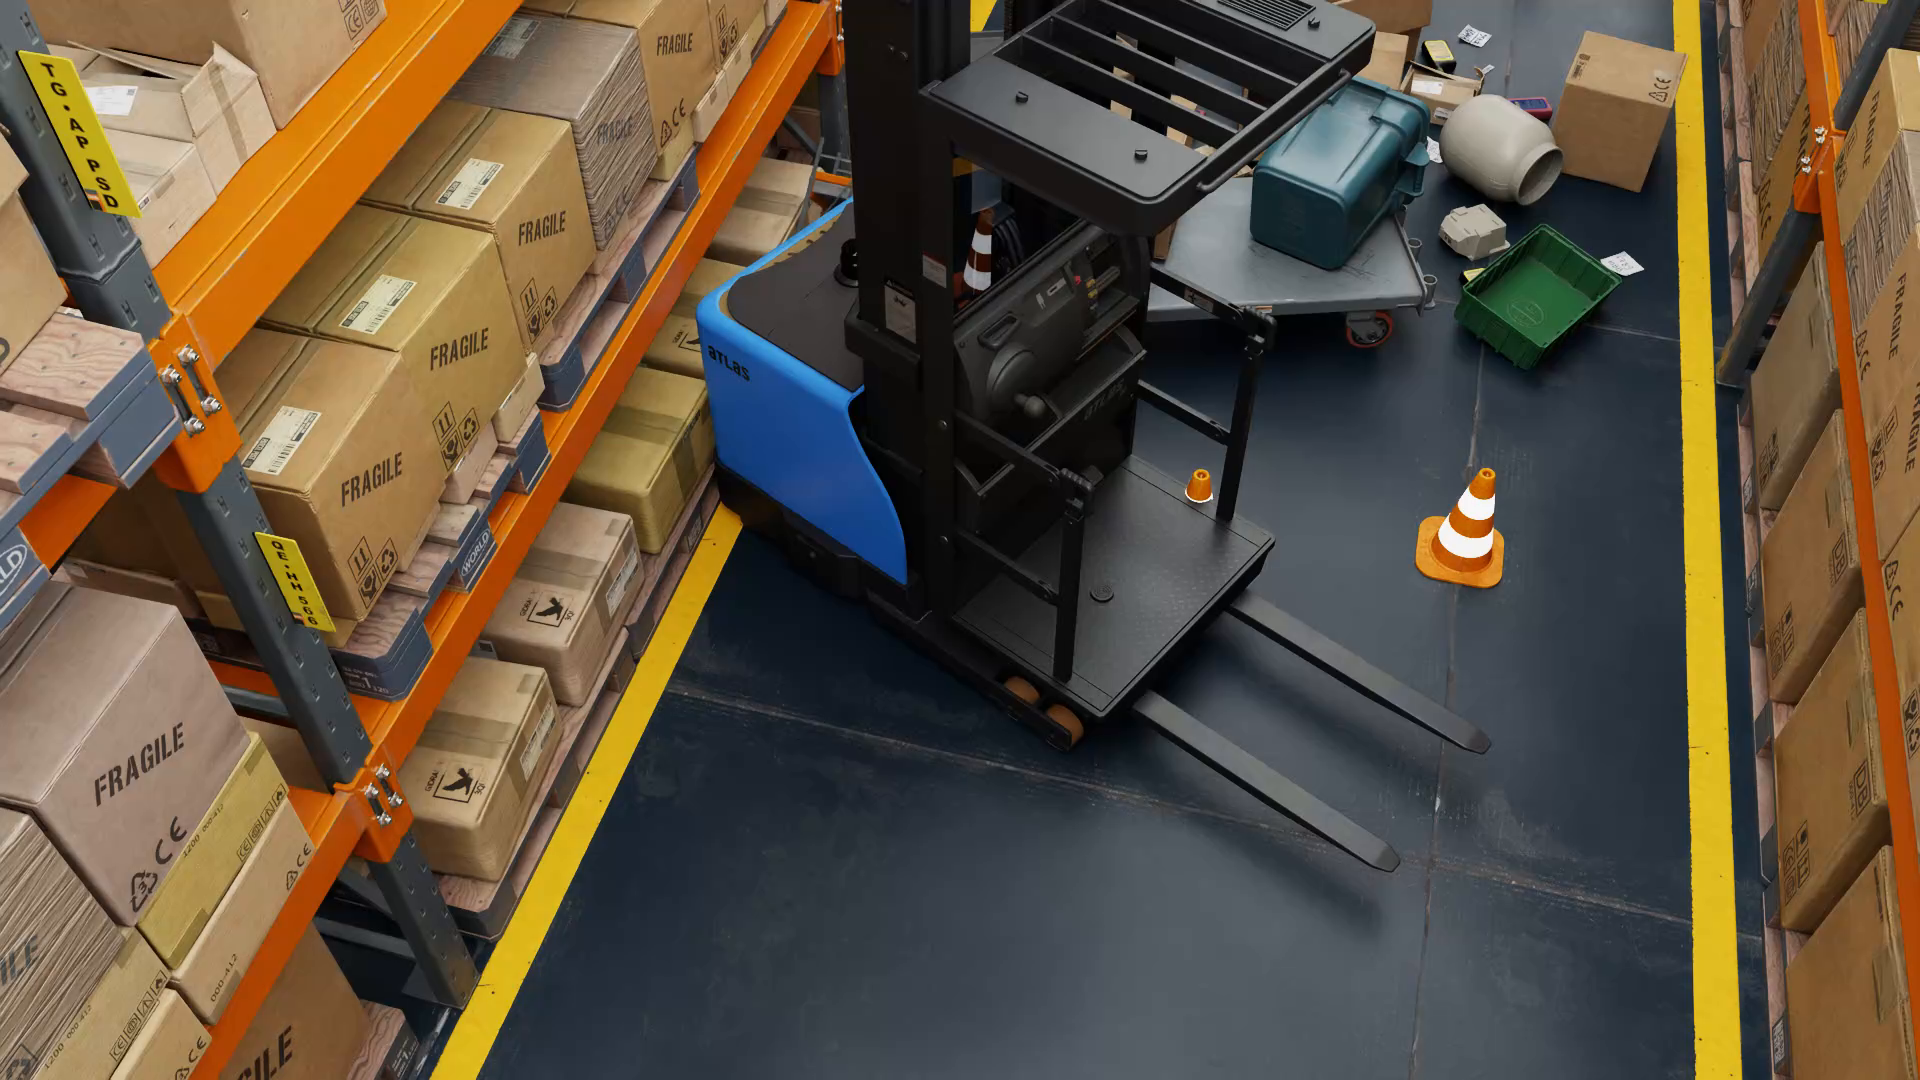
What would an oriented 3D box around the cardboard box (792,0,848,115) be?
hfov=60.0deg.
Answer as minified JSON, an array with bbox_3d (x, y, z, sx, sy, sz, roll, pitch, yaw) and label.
[{"bbox_3d":[-0.587,-2.368,7.812,0.500,0.500,0.500,14,50,12],"label":"cardboard box"}]

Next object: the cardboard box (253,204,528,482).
[{"bbox_3d":[-1.584,-0.552,4.611,0.500,0.500,0.500,14,50,12],"label":"cardboard box"}]

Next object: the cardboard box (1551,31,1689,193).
[{"bbox_3d":[3.218,-2.112,8.198,0.500,0.500,0.500,19,51,16],"label":"cardboard box"}]

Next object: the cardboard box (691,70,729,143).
[{"bbox_3d":[-1.055,-1.581,5.951,0.380,0.149,0.250,12,50,10],"label":"cardboard box"}]

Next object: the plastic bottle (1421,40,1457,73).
[{"bbox_3d":[2.573,-2.575,8.901,0.133,0.061,0.283,-4,49,-3],"label":"plastic bottle"}]

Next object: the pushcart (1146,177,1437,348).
[{"bbox_3d":[1.210,-1.236,7.508,1.648,0.377,0.936,-4,49,-3],"label":"pushcart"}]

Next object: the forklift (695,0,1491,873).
[{"bbox_3d":[0.473,-0.666,5.302,3.031,2.935,1.130,33,56,25],"label":"forklift"}]

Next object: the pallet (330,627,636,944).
[{"bbox_3d":[-1.849,0.734,5.880,1.003,0.211,1.213,12,50,10],"label":"pallet"}]

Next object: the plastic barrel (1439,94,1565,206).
[{"bbox_3d":[2.618,-1.884,8.049,0.421,0.421,0.512,-27,54,-22],"label":"plastic barrel"}]

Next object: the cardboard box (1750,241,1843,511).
[{"bbox_3d":[3.722,-0.541,6.366,1.050,0.750,0.750,11,50,10],"label":"cardboard box"}]

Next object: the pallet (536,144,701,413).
[{"bbox_3d":[-1.574,-1.000,5.679,1.003,0.211,1.213,12,50,10],"label":"pallet"}]

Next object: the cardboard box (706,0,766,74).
[{"bbox_3d":[-1.033,-2.049,5.932,0.500,0.500,0.500,12,50,10],"label":"cardboard box"}]

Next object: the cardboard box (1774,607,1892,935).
[{"bbox_3d":[3.220,0.830,5.156,1.050,0.750,0.750,12,50,11],"label":"cardboard box"}]

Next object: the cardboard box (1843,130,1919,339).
[{"bbox_3d":[3.269,-0.954,5.443,0.500,0.500,0.500,12,50,10],"label":"cardboard box"}]

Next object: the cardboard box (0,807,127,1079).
[{"bbox_3d":[-2.067,0.811,3.219,0.500,0.500,0.500,12,50,11],"label":"cardboard box"}]

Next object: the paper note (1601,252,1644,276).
[{"bbox_3d":[3.102,-1.296,7.792,0.147,0.020,0.142,-19,51,-16],"label":"paper note"}]

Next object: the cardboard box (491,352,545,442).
[{"bbox_3d":[-1.475,-0.460,4.961,0.380,0.149,0.250,12,50,10],"label":"cardboard box"}]

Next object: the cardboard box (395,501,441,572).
[{"bbox_3d":[-1.684,-0.076,4.623,0.380,0.149,0.250,9,49,8],"label":"cardboard box"}]

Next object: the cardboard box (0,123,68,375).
[{"bbox_3d":[-2.010,-0.487,2.748,0.797,0.503,0.637,9,49,8],"label":"cardboard box"}]

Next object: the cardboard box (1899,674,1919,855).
[{"bbox_3d":[2.738,0.508,4.154,0.500,0.500,0.500,12,50,10],"label":"cardboard box"}]

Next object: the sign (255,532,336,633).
[{"bbox_3d":[-1.520,0.100,3.808,0.100,0.325,0.005,12,50,10],"label":"sign"}]

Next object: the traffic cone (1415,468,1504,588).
[{"bbox_3d":[1.989,-0.102,6.450,0.336,0.463,0.334,12,50,10],"label":"traffic cone"}]

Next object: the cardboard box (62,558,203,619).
[{"bbox_3d":[-2.197,0.037,4.523,0.380,0.149,0.250,13,50,11],"label":"cardboard box"}]

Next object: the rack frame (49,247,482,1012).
[{"bbox_3d":[-2.056,0.376,4.336,1.000,3.000,0.127,12,50,10],"label":"rack frame"}]

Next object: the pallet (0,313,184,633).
[{"bbox_3d":[-2.174,-0.078,2.862,1.213,0.211,1.003,14,50,12],"label":"pallet"}]

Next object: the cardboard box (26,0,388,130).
[{"bbox_3d":[-1.797,-1.333,3.777,0.700,0.500,0.500,12,50,10],"label":"cardboard box"}]

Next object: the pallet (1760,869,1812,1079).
[{"bbox_3d":[3.026,1.647,5.074,1.003,0.211,1.213,12,50,10],"label":"pallet"}]

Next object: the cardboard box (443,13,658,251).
[{"bbox_3d":[-1.311,-1.298,5.269,0.500,0.500,0.500,10,49,9],"label":"cardboard box"}]

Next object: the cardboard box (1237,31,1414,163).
[{"bbox_3d":[1.792,-2.181,8.168,0.797,0.637,0.503,12,50,10],"label":"cardboard box"}]

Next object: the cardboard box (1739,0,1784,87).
[{"bbox_3d":[4.507,-2.802,8.278,0.875,0.875,0.875,11,49,9],"label":"cardboard box"}]

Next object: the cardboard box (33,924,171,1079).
[{"bbox_3d":[-2.070,1.032,3.524,0.500,0.250,0.500,10,49,9],"label":"cardboard box"}]

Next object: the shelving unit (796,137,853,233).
[{"bbox_3d":[-0.593,-1.146,7.053,0.215,0.252,1.050,15,91,13],"label":"shelving unit"}]

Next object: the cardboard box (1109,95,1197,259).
[{"bbox_3d":[0.722,-1.611,7.252,0.500,0.500,0.500,12,50,10],"label":"cardboard box"}]

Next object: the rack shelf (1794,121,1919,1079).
[{"bbox_3d":[3.273,0.071,5.085,1.077,0.370,4.000,12,50,10],"label":"rack shelf"}]

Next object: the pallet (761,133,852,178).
[{"bbox_3d":[-0.860,-2.087,8.370,1.003,0.211,1.213,12,50,10],"label":"pallet"}]

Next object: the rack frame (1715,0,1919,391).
[{"bbox_3d":[3.799,-1.613,6.092,1.000,3.000,0.127,12,50,10],"label":"rack frame"}]

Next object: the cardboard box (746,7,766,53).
[{"bbox_3d":[-0.959,-1.959,6.285,0.380,0.149,0.250,10,49,9],"label":"cardboard box"}]

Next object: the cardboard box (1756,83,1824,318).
[{"bbox_3d":[4.032,-1.490,7.121,0.875,0.875,0.875,12,50,11],"label":"cardboard box"}]

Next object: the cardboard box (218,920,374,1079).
[{"bbox_3d":[-2.318,1.423,4.549,0.875,0.875,0.875,11,50,10],"label":"cardboard box"}]

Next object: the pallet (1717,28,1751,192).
[{"bbox_3d":[4.394,-2.110,8.391,1.003,0.211,1.213,12,50,10],"label":"pallet"}]

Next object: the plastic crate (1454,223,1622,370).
[{"bbox_3d":[2.581,-1.086,7.464,0.662,0.188,0.450,-37,68,-28],"label":"plastic crate"}]

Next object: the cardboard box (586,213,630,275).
[{"bbox_3d":[-1.319,-1.038,5.471,0.380,0.149,0.250,13,50,11],"label":"cardboard box"}]

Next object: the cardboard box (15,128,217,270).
[{"bbox_3d":[-1.809,-0.728,3.477,0.380,0.149,0.250,12,50,10],"label":"cardboard box"}]

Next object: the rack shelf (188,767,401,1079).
[{"bbox_3d":[-2.582,2.061,3.329,1.077,0.370,4.000,12,50,10],"label":"rack shelf"}]

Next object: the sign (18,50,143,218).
[{"bbox_3d":[-1.523,-0.698,2.886,0.100,0.325,0.005,12,50,10],"label":"sign"}]

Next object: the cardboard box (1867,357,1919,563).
[{"bbox_3d":[3.001,-0.226,4.801,0.500,0.500,0.500,12,50,11],"label":"cardboard box"}]

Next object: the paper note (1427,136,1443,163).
[{"bbox_3d":[2.391,-1.972,8.394,0.172,0.023,0.155,28,54,22],"label":"paper note"}]

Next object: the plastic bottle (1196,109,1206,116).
[{"bbox_3d":[1.146,-2.108,8.489,0.133,0.061,0.283,19,51,16],"label":"plastic bottle"}]

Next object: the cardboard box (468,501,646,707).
[{"bbox_3d":[-1.711,0.165,5.995,0.950,0.372,0.625,11,49,9],"label":"cardboard box"}]

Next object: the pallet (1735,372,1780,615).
[{"bbox_3d":[3.669,-0.118,6.632,1.003,0.211,1.213,12,50,10],"label":"pallet"}]

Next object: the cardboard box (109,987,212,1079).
[{"bbox_3d":[-2.058,1.215,3.695,0.500,0.250,0.500,12,50,11],"label":"cardboard box"}]

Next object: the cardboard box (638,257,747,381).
[{"bbox_3d":[-1.325,-0.886,6.923,0.950,0.372,0.625,14,50,12],"label":"cardboard box"}]

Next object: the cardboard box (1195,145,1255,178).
[{"bbox_3d":[1.282,-1.778,8.061,0.258,0.266,0.396,-19,51,-16],"label":"cardboard box"}]

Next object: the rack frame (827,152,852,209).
[{"bbox_3d":[-0.566,-1.141,7.172,0.200,0.008,1.050,15,91,13],"label":"rack frame"}]

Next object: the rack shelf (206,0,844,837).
[{"bbox_3d":[-1.529,-0.832,5.883,1.077,0.370,4.000,12,50,10],"label":"rack shelf"}]

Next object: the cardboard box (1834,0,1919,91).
[{"bbox_3d":[3.885,-1.932,6.274,0.875,0.550,0.550,12,50,10],"label":"cardboard box"}]

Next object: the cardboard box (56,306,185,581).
[{"bbox_3d":[-2.204,-0.278,4.368,0.500,0.500,0.500,10,49,9],"label":"cardboard box"}]
